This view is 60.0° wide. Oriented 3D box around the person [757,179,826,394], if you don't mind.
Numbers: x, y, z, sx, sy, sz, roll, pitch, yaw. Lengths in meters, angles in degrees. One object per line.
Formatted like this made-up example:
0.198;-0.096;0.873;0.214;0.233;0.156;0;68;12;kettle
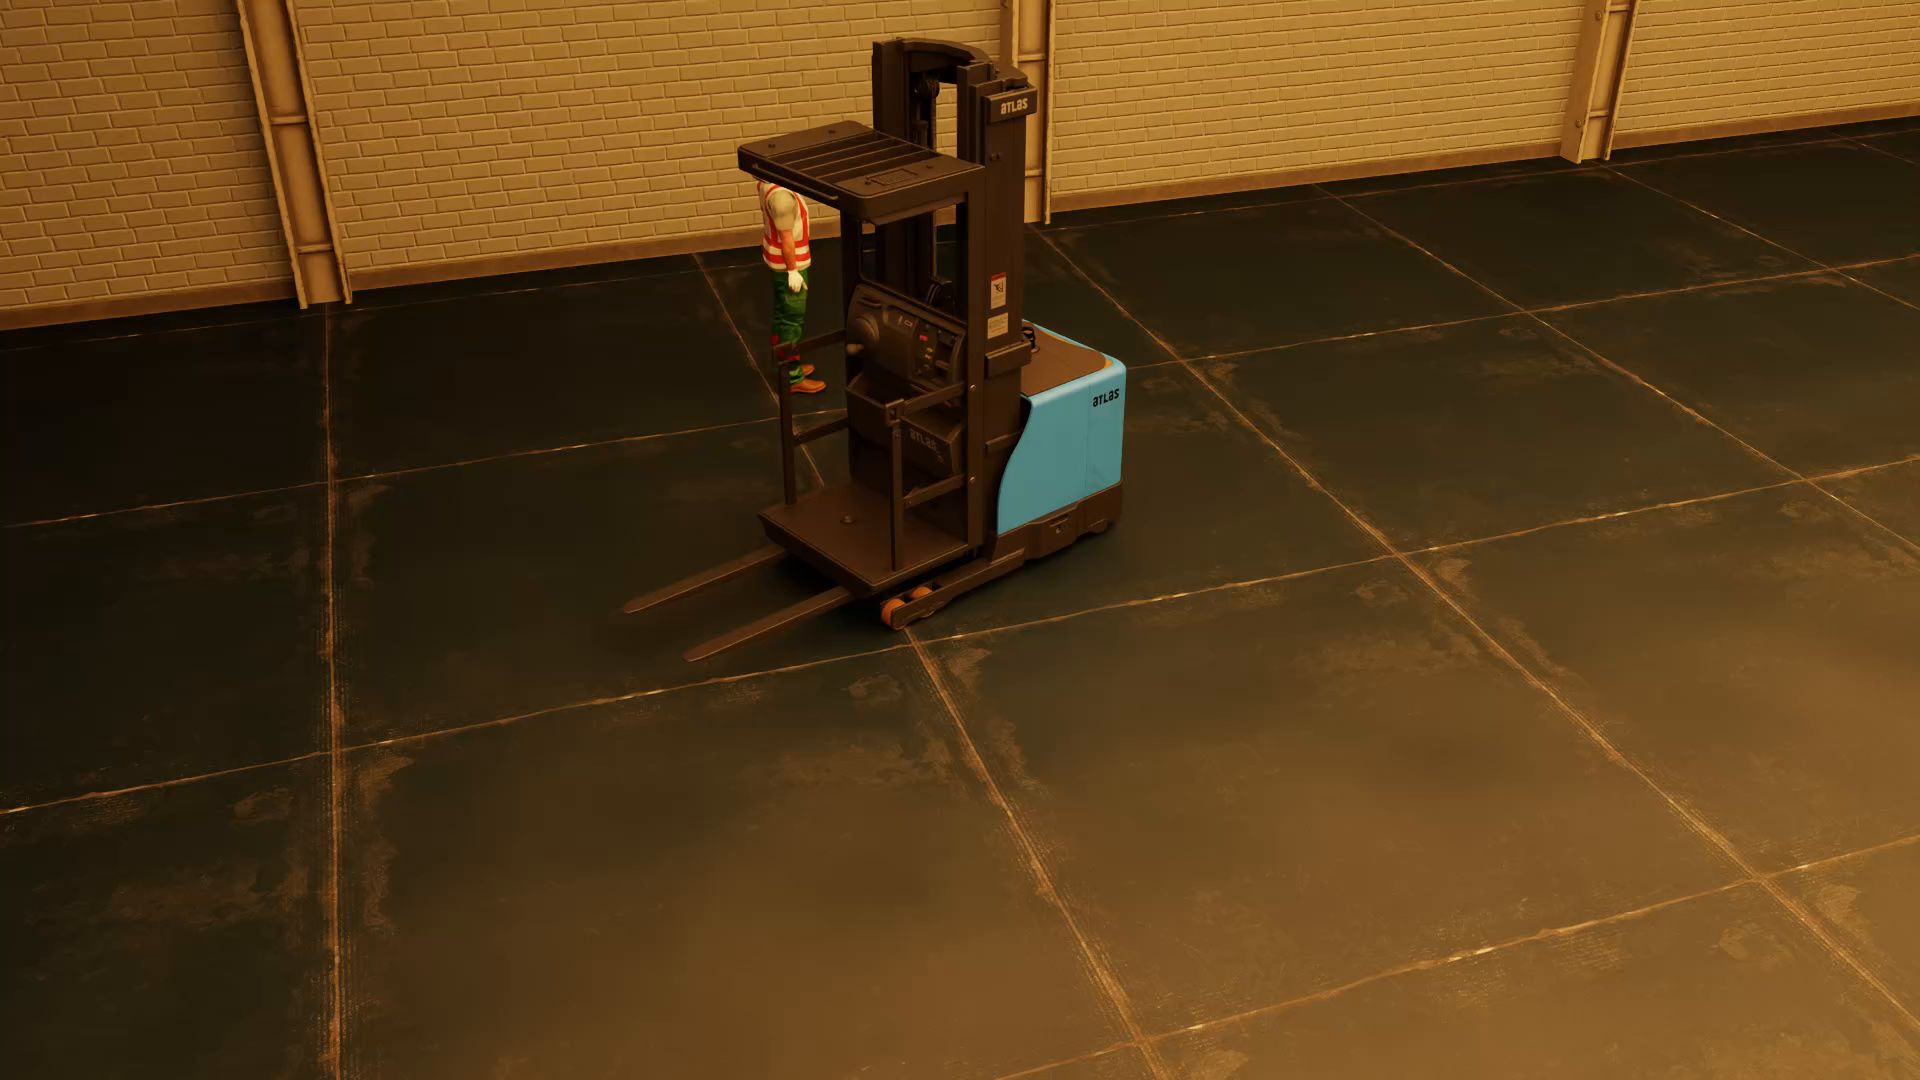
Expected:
-1.184;-1.917;11.561;0.346;1.795;0.542;-9;31;-15;person

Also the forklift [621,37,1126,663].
-0.461;-1.072;8.951;3.031;2.935;1.130;-23;37;-34;forklift
